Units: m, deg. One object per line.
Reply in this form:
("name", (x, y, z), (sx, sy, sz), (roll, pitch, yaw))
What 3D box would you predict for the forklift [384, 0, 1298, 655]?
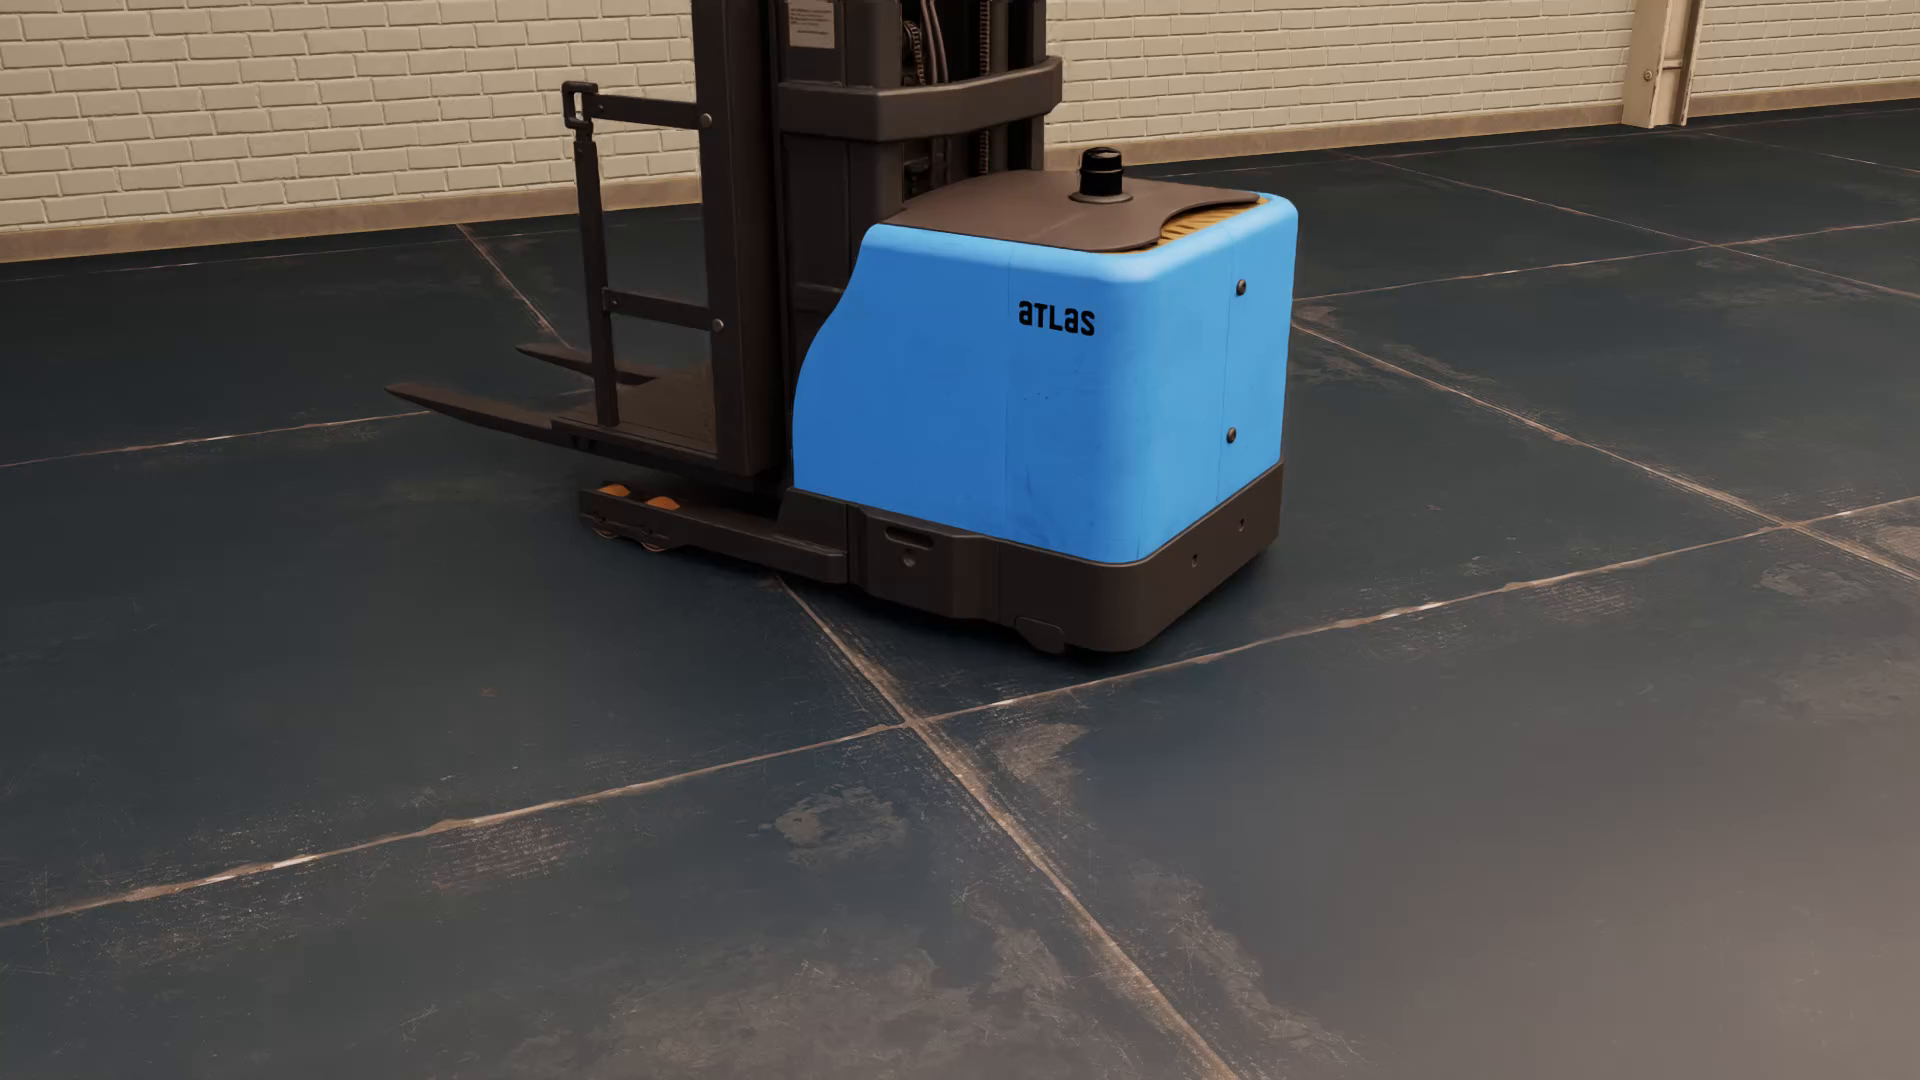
("forklift", (-0.564, -1.471, 4.826), (3.031, 2.935, 1.130), (14, 26, 30))
